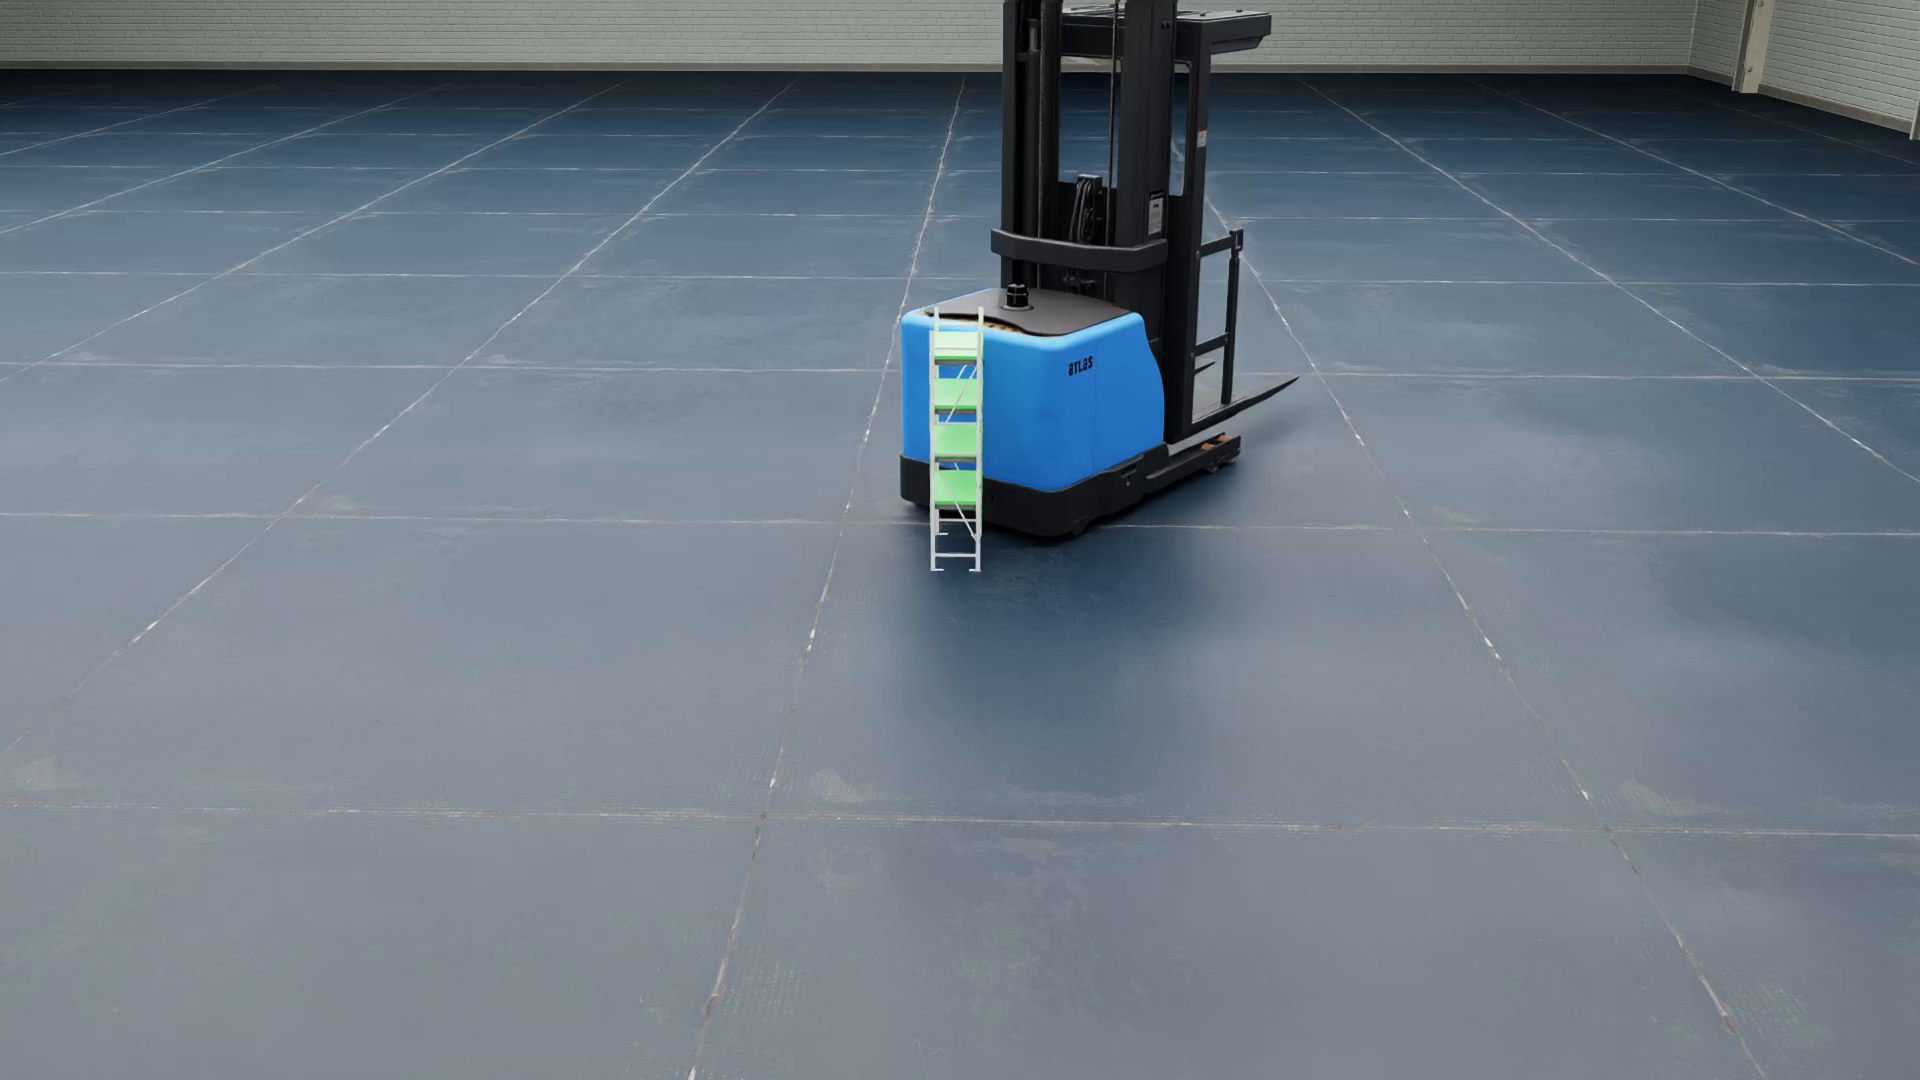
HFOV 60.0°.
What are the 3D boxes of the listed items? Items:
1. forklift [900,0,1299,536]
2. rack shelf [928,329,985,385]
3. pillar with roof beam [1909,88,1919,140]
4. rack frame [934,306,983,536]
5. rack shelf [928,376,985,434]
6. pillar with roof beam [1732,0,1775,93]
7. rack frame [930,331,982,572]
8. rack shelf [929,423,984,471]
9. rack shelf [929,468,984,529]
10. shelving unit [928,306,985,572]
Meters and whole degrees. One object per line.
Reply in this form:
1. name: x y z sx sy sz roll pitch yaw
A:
1. forklift: 0.978 -1.850 9.244 1.130 2.935 3.031 16 26 35
2. rack shelf: -0.013 -0.883 7.996 0.258 0.148 0.480 1 21 1
3. pillar with roof beam: 8.717 -9.611 20.859 9.100 9.000 0.400 1 21 2
4. rack frame: -0.007 -0.584 8.374 0.240 1.200 0.015 1 21 1
5. rack shelf: -0.014 -0.660 8.083 0.258 0.148 0.480 1 21 1
6. pillar with roof beam: 8.900 -11.780 26.450 9.100 9.000 0.400 1 21 2
7. rack frame: -0.021 -0.407 7.919 0.240 1.200 0.015 1 21 1
8. rack shelf: -0.014 -0.436 8.170 0.258 0.148 0.480 1 21 1
9. rack shelf: -0.015 -0.212 8.256 0.258 0.148 0.480 1 21 1
10. shelving unit: -0.014 -0.496 8.147 0.258 1.200 0.503 1 21 1
